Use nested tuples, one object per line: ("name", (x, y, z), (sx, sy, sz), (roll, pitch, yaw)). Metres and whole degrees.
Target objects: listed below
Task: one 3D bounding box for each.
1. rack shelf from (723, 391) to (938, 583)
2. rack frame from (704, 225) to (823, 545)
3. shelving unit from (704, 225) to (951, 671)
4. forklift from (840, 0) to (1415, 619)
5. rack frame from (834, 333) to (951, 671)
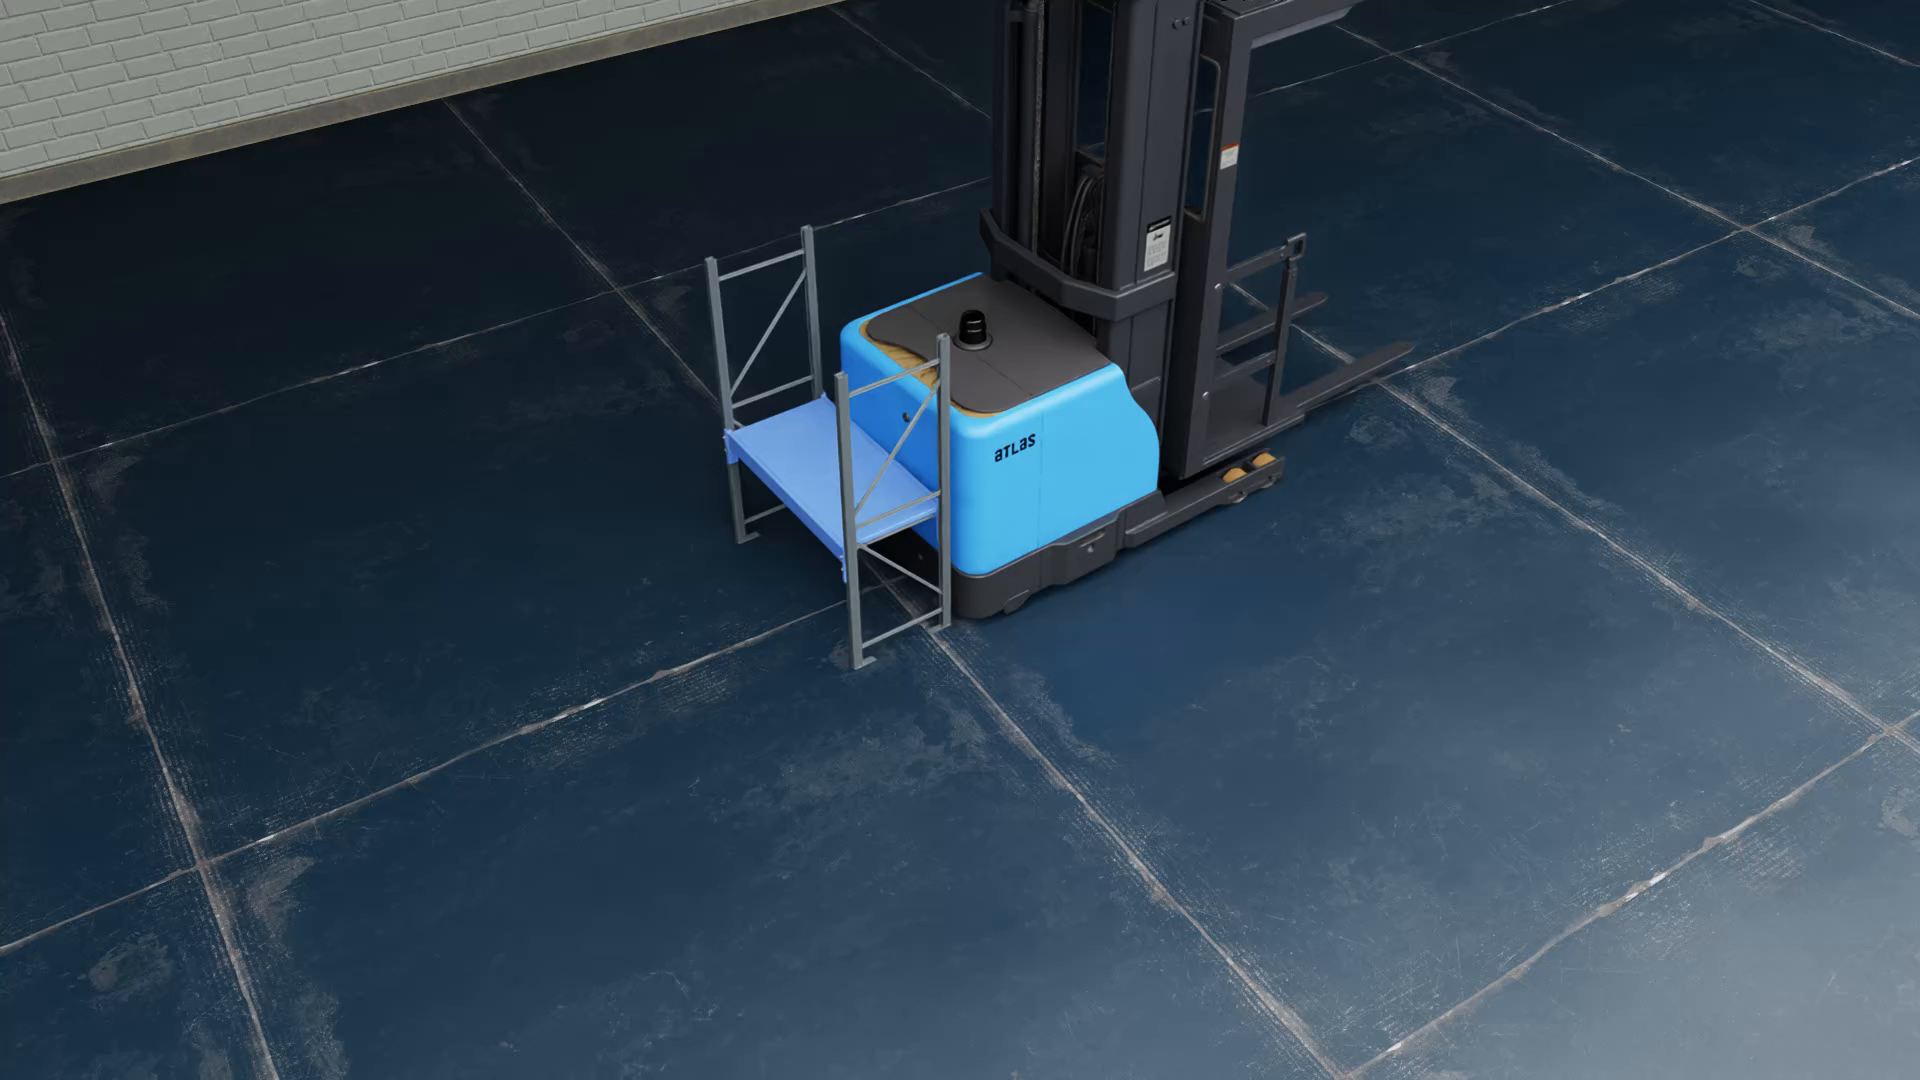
("rack shelf", (-0.542, -0.248, 7.157), (0.538, 0.185, 1.000), (-24, 45, -26))
("rack frame", (-0.832, -0.653, 7.362), (0.500, 1.500, 0.032), (-24, 45, -26))
("shelving unit", (-0.542, -0.386, 7.041), (0.538, 1.500, 1.048), (-24, 45, -26))
("forklift", (0.947, -1.550, 7.321), (3.031, 2.935, 1.130), (-26, 46, -27))
("rack frame", (-0.252, -0.118, 6.720), (0.500, 1.500, 0.032), (-24, 45, -26))
